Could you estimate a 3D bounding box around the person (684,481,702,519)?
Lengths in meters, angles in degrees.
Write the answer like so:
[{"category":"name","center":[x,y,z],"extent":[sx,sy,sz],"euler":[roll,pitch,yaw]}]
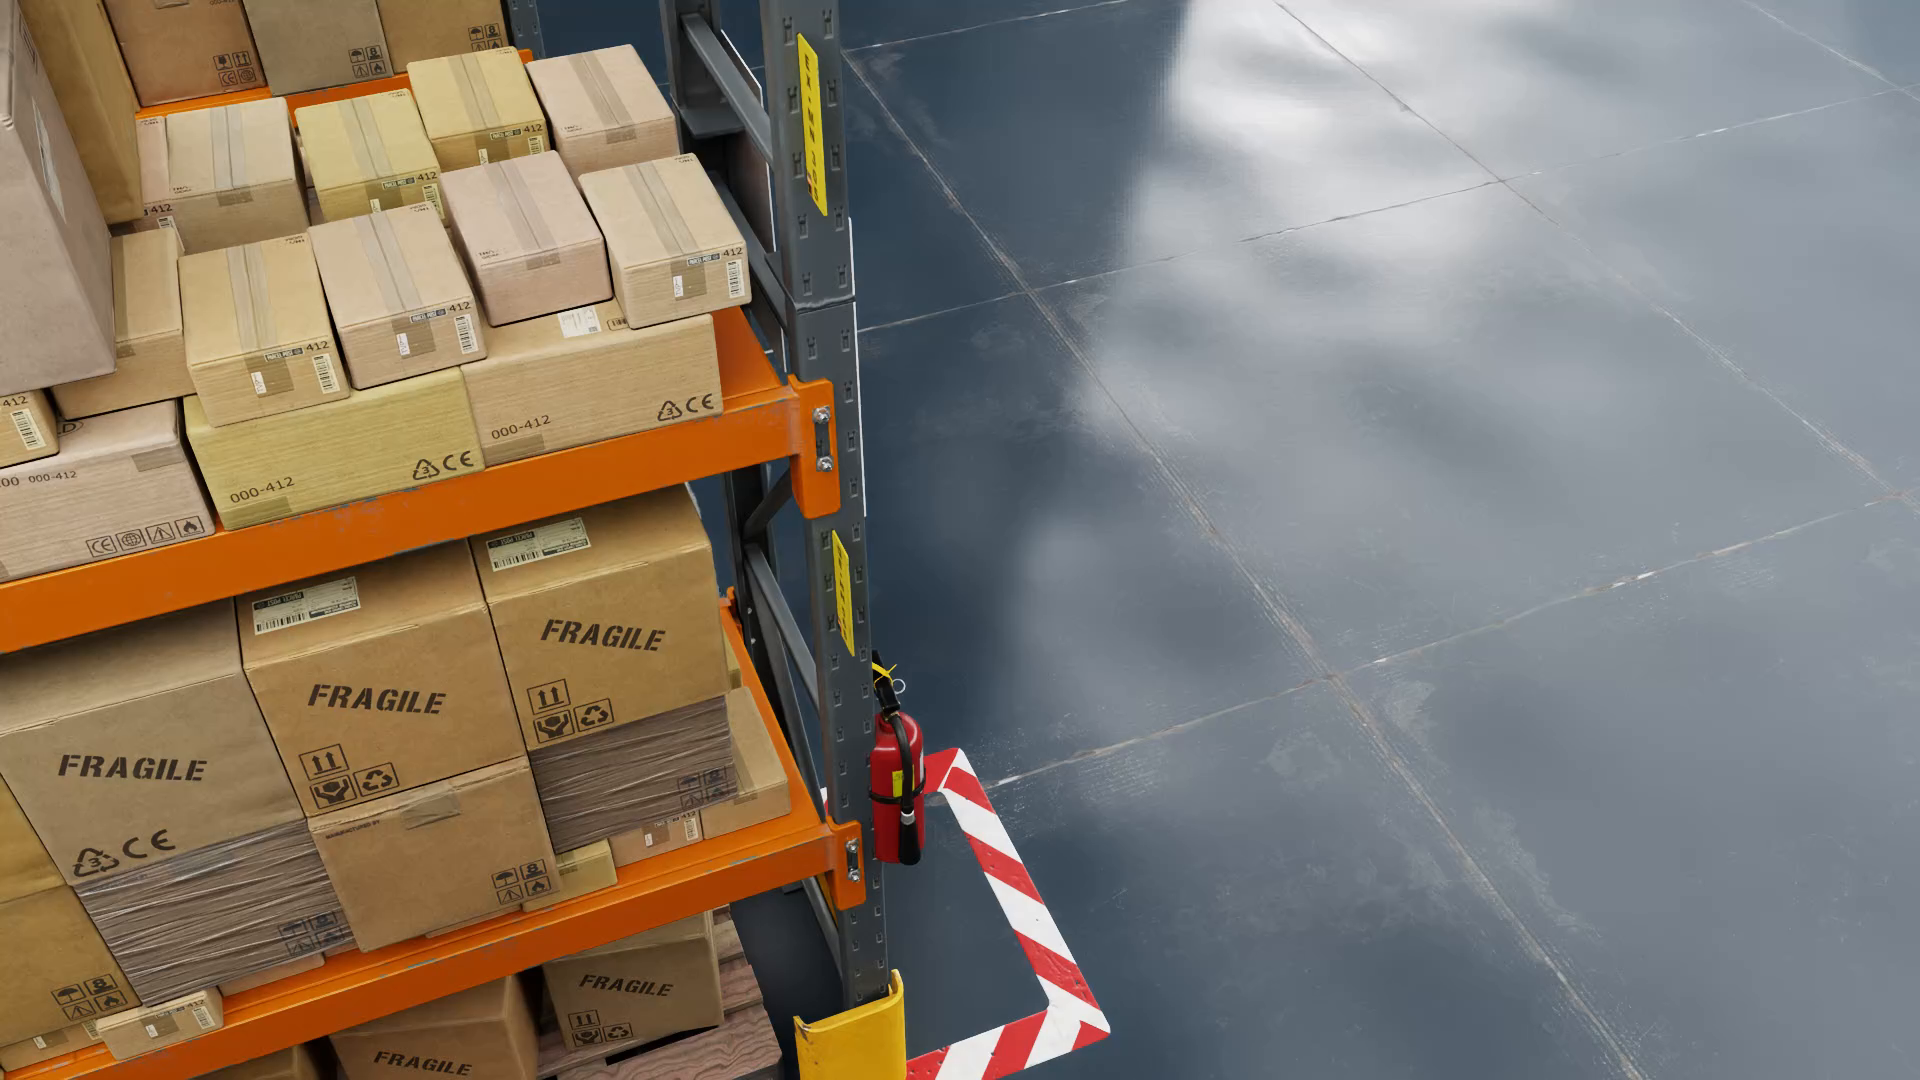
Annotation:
[{"category":"person","center":[-1.145,-0.062,6.243],"extent":[0.509,1.624,0.451],"euler":[-22,47,-22]}]
